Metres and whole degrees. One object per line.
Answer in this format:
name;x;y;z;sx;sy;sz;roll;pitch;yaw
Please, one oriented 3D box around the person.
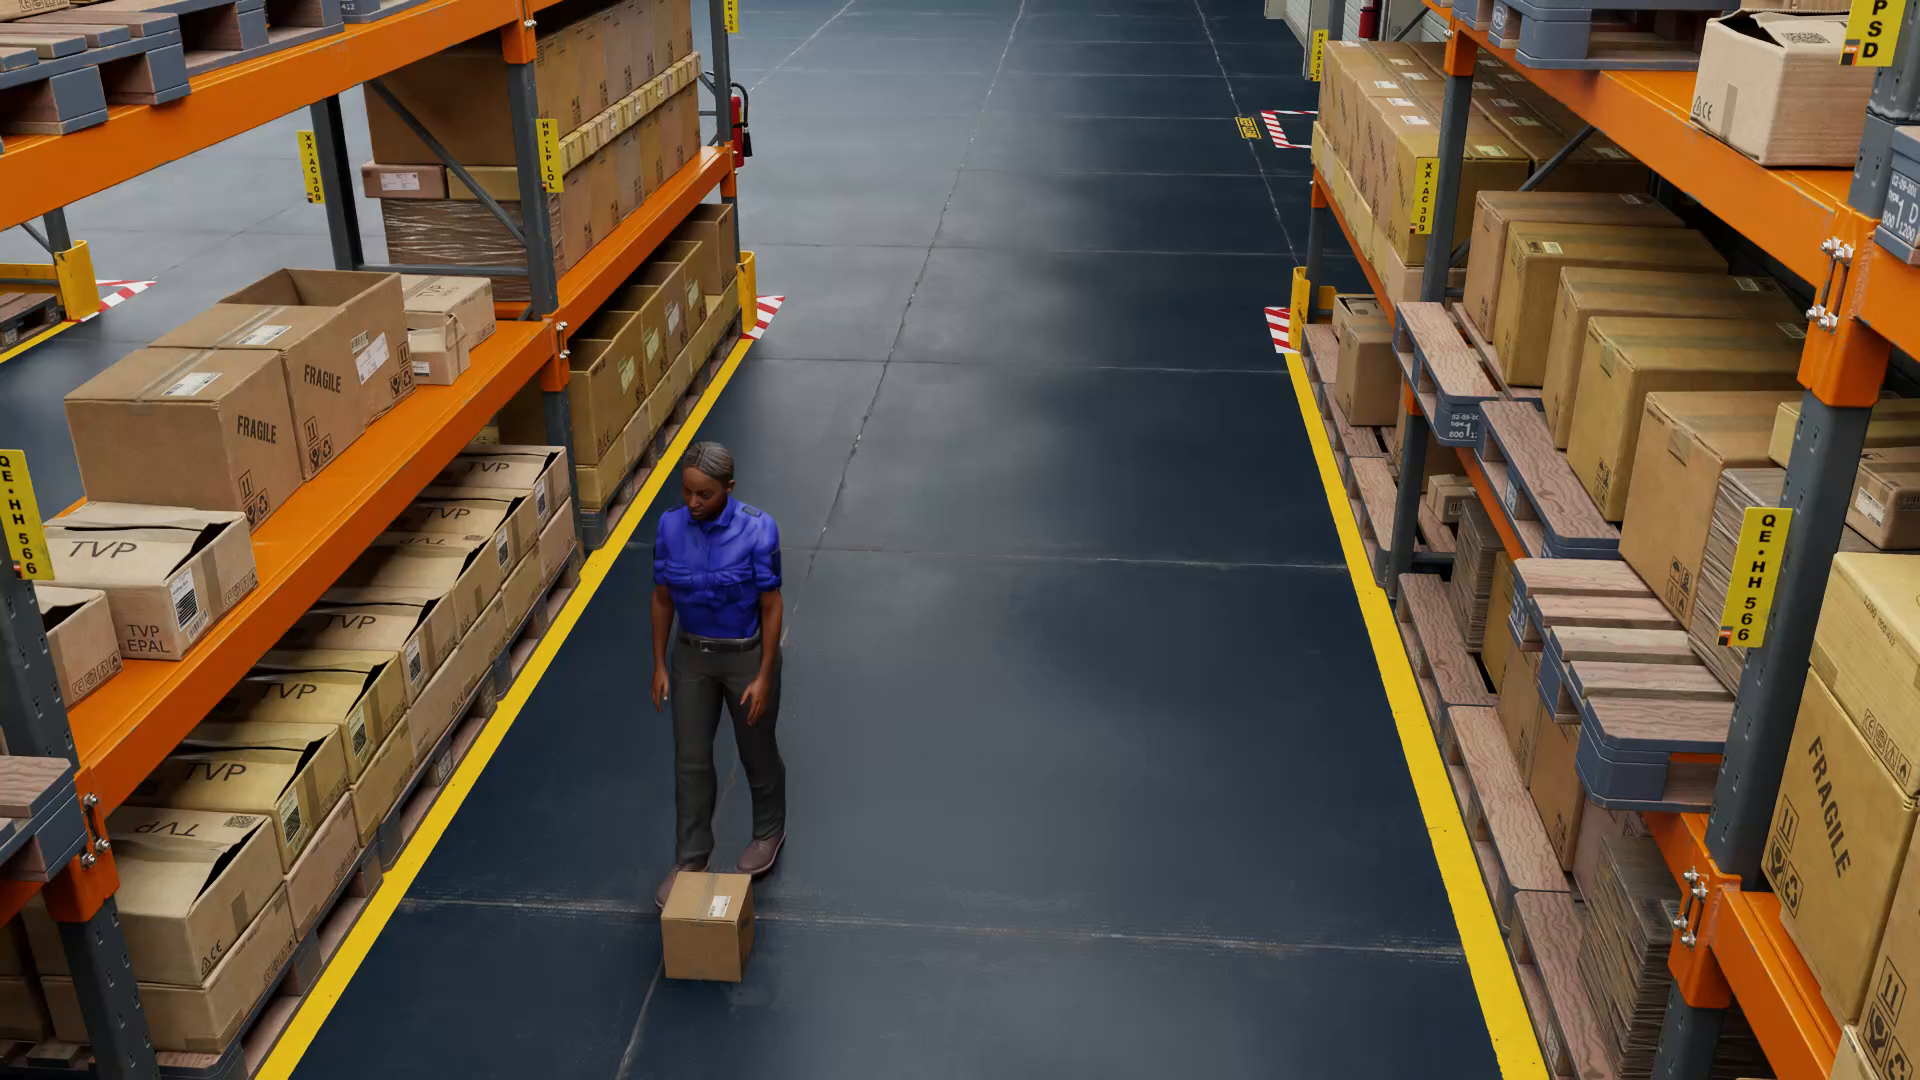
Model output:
person;-0.821;0.446;5.620;0.463;1.665;0.517;5;25;11
